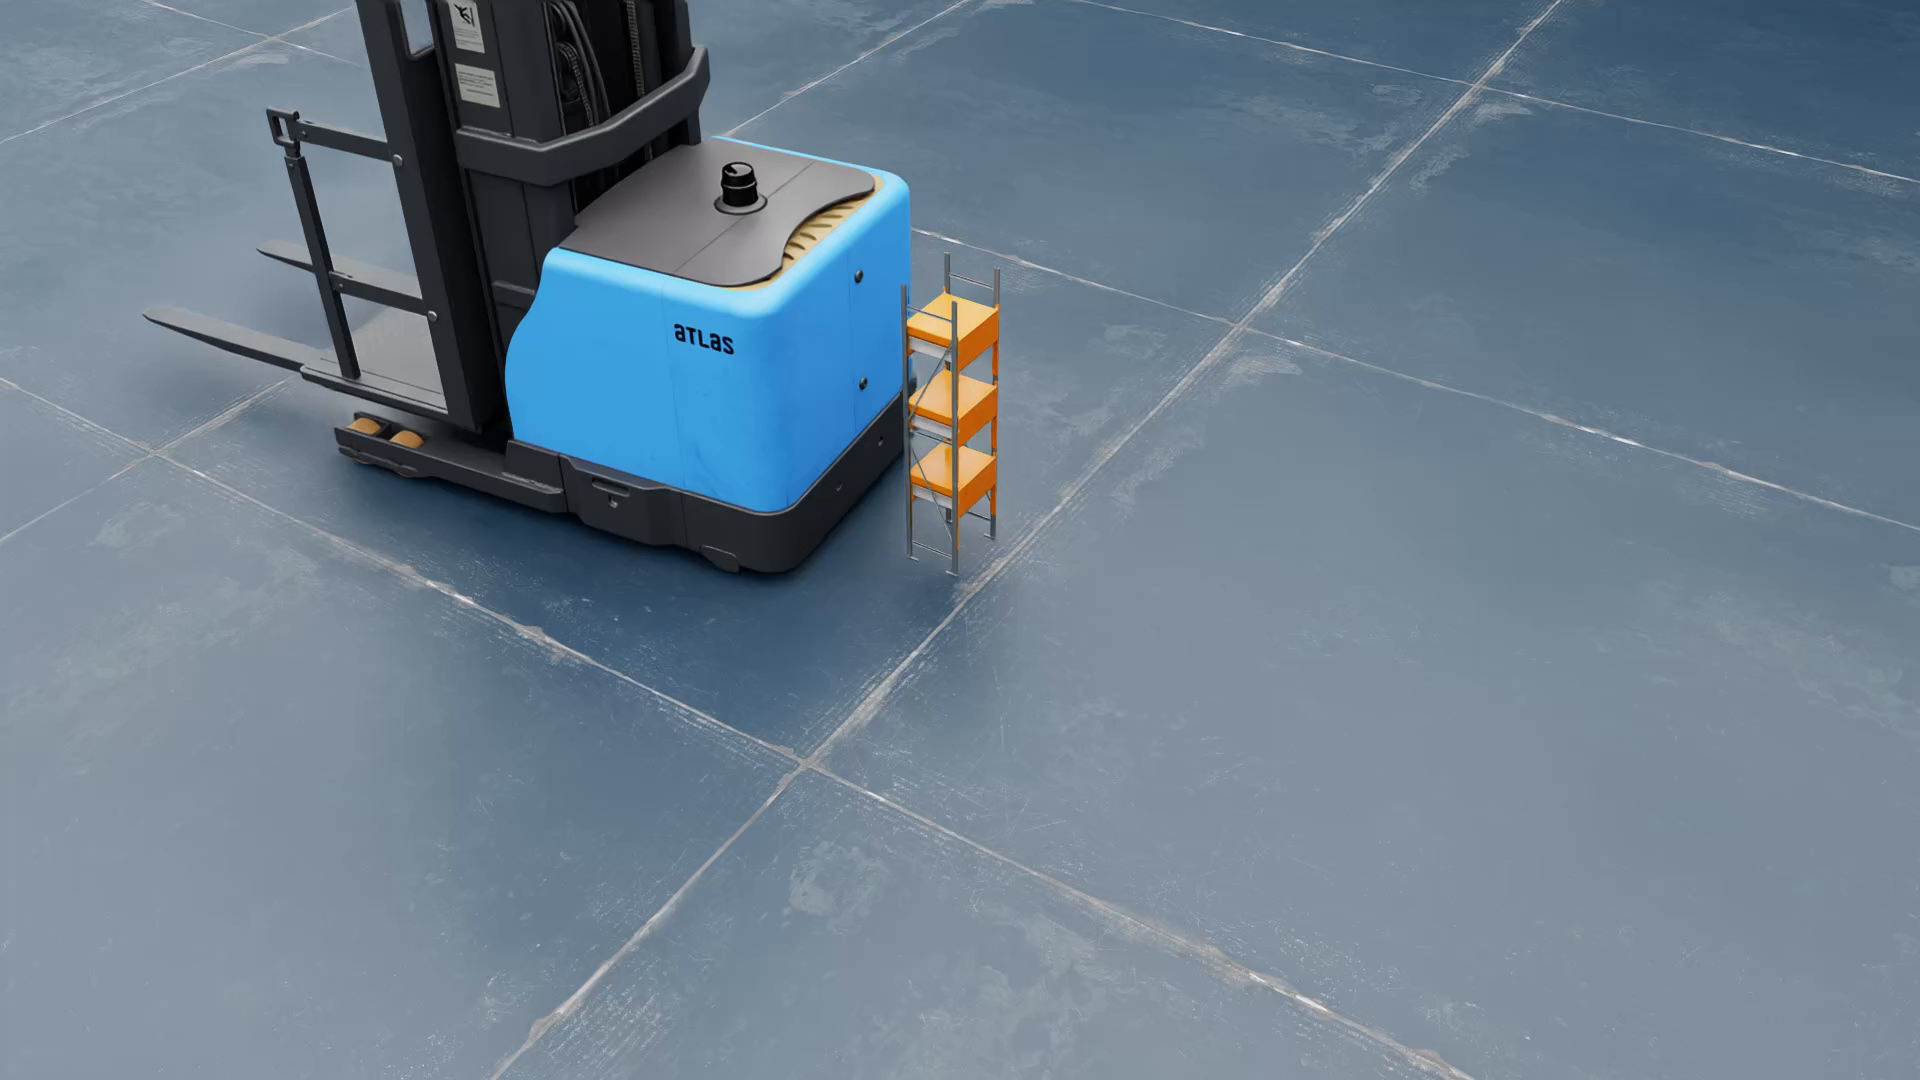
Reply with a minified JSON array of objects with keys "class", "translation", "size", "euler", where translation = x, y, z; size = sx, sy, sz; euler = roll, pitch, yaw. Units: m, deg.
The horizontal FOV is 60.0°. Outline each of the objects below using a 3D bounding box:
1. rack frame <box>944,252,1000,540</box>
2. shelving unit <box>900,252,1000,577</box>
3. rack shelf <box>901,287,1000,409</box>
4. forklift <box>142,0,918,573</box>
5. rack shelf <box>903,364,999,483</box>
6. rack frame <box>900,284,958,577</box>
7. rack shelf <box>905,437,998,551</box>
[{"class":"rack frame","translation":[0.037,-0.451,5.475],"size":[0.200,1.050,0.008],"euler":[21,42,25]},{"class":"shelving unit","translation":[-0.029,-0.388,5.394],"size":[0.215,1.050,0.252],"euler":[21,42,25]},{"class":"rack shelf","translation":[-0.029,-0.605,5.227],"size":[0.215,0.259,0.240],"euler":[21,42,25]},{"class":"forklift","translation":[-1.711,-1.661,5.504],"size":[3.031,2.935,1.130],"euler":[16,41,20]},{"class":"rack shelf","translation":[-0.029,-0.380,5.400],"size":[0.215,0.259,0.240],"euler":[21,42,25]},{"class":"rack frame","translation":[-0.094,-0.325,5.312],"size":[0.200,1.050,0.008],"euler":[21,42,25]},{"class":"rack shelf","translation":[-0.029,-0.160,5.570],"size":[0.215,0.259,0.240],"euler":[21,42,25]}]
